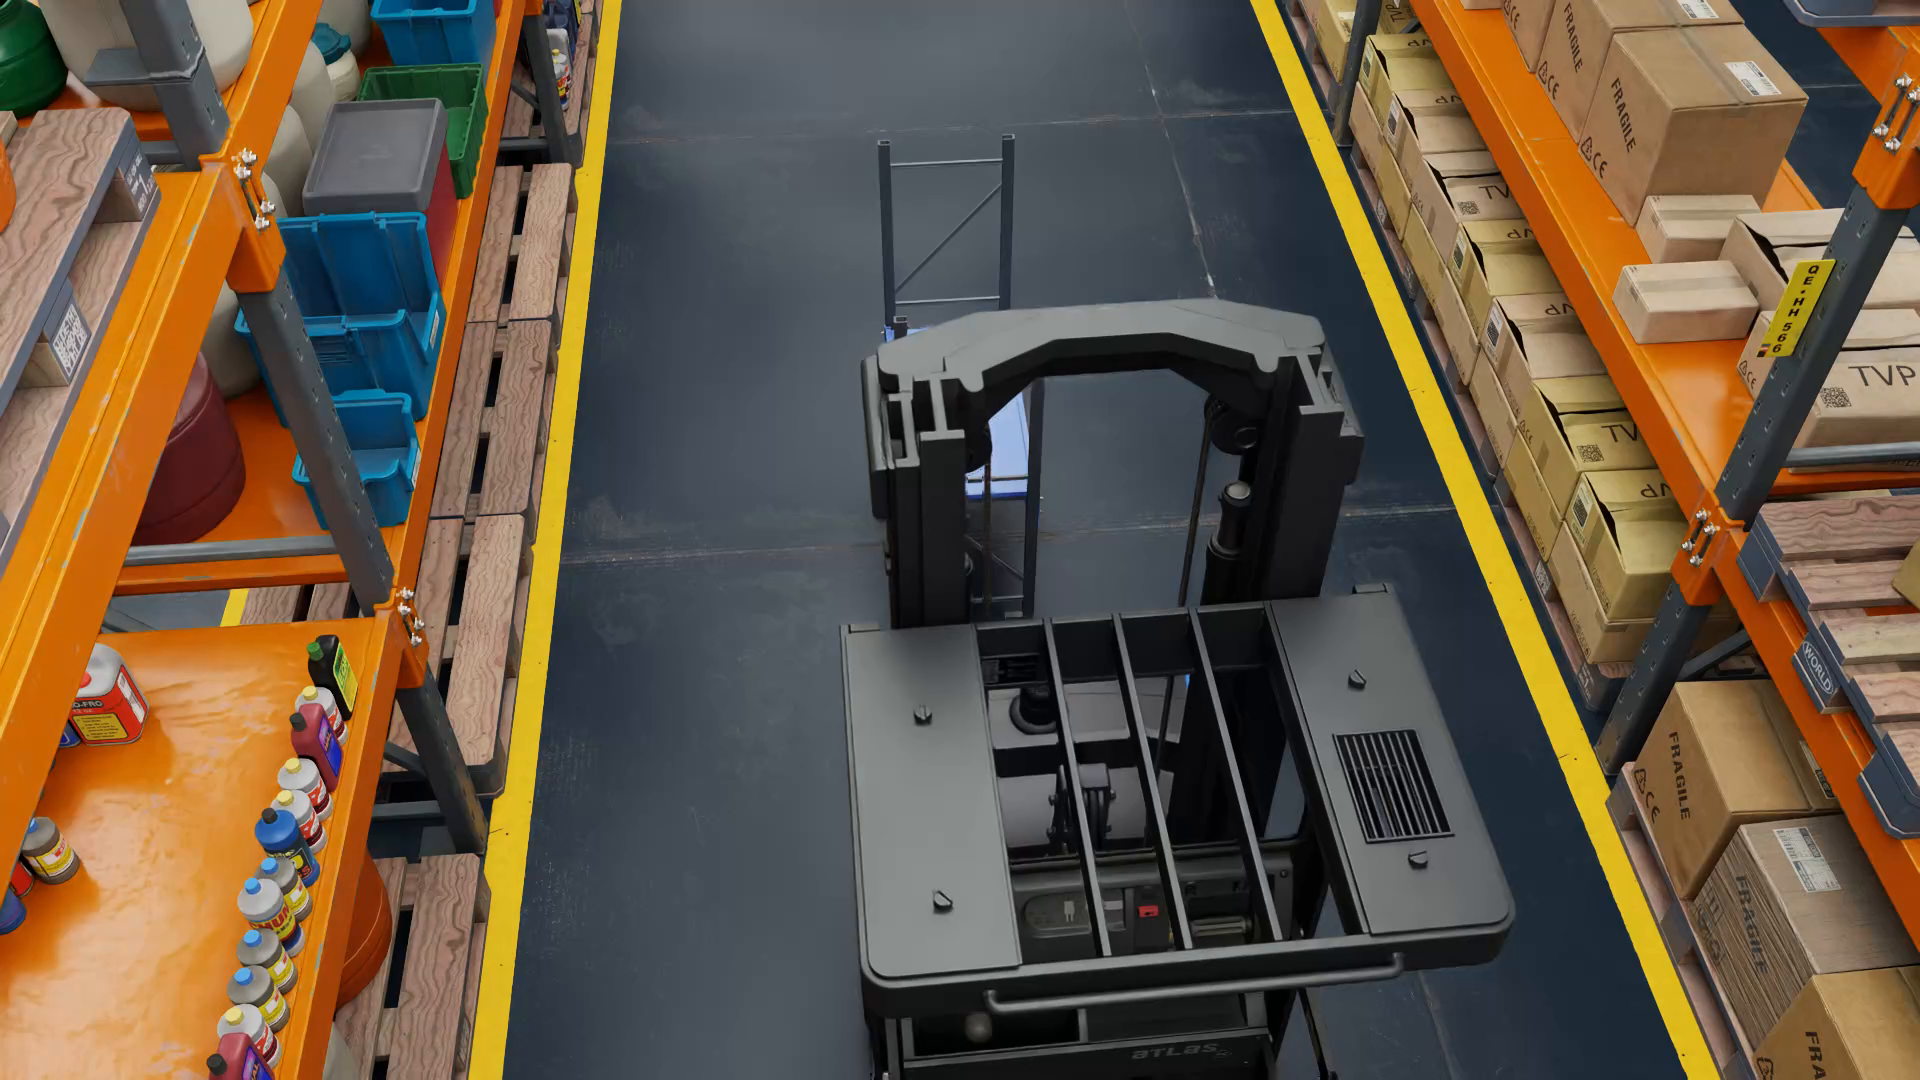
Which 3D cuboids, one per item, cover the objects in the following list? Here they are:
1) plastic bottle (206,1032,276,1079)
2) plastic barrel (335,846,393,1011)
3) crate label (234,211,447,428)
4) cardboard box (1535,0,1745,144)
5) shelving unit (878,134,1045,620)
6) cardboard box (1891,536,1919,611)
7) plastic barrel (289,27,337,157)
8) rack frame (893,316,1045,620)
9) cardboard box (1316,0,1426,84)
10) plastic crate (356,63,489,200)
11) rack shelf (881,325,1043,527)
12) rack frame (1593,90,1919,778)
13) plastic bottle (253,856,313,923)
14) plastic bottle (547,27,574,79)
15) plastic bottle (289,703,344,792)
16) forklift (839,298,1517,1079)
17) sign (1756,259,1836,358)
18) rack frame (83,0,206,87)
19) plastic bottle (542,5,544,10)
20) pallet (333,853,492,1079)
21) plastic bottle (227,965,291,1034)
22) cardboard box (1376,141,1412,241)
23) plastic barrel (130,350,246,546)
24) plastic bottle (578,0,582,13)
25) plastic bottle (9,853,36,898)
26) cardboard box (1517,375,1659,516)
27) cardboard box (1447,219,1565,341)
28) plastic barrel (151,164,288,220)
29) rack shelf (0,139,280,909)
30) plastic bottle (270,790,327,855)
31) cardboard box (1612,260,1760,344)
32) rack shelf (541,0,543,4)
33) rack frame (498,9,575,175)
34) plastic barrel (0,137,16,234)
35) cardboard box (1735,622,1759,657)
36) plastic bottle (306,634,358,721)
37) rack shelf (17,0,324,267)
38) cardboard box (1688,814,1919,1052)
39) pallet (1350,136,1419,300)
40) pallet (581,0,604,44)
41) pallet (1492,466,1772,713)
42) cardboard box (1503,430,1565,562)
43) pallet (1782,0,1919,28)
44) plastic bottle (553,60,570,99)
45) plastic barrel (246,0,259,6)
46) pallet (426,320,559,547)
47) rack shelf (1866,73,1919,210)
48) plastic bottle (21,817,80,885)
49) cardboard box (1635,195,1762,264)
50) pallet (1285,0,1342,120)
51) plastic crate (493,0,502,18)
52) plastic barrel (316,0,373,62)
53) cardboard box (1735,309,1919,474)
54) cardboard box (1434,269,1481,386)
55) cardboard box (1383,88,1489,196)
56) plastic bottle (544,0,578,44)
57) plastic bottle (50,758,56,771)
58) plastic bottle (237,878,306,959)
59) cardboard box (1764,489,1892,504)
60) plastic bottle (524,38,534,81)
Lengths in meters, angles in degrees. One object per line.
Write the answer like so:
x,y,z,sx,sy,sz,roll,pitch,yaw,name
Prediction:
-1.583,1.175,3.652,0.061,0.283,0.133,-3,47,-3,plastic bottle
-2.080,0.996,4.946,0.600,0.830,0.708,-3,47,-3,plastic barrel
-1.952,-0.706,5.329,0.502,0.435,0.616,-3,47,-3,crate label
2.597,-1.886,6.401,0.500,0.500,0.500,-3,47,-3,cardboard box
-0.007,-0.577,6.264,0.538,1.500,1.048,-3,47,-3,shelving unit
2.963,0.013,4.314,0.700,0.500,0.500,-18,49,-16,cardboard box
-2.550,-1.663,6.166,0.433,0.535,0.433,0,47,0,plastic barrel
0.035,-0.210,5.916,0.500,1.500,0.032,-3,47,-3,rack frame
2.207,-2.673,8.820,0.500,0.250,0.500,-3,47,-3,cardboard box
-2.046,-1.537,6.286,0.450,0.188,0.662,-3,47,-3,plastic crate
-0.007,-0.454,6.395,0.538,0.185,1.000,-3,47,-3,rack shelf
2.798,-0.257,4.928,1.000,3.000,0.127,-3,47,-3,rack frame
-1.644,0.839,4.026,0.097,0.201,0.097,0,47,0,plastic bottle
-2.117,-2.557,8.679,0.152,0.276,0.135,-2,47,-2,plastic bottle
-1.660,0.515,4.277,0.061,0.283,0.133,-3,47,-3,plastic bottle
0.338,1.048,3.739,1.130,2.935,3.031,-4,47,-4,forklift
2.245,-0.619,4.473,0.100,0.325,0.005,-3,47,-3,sign
-2.138,-2.022,2.467,1.000,3.000,0.127,-3,47,-3,rack frame
-2.260,-2.773,8.886,0.097,0.271,0.097,0,47,0,plastic bottle
-2.031,1.568,5.120,1.003,0.211,1.213,-3,47,-3,pallet
-1.619,1.050,3.826,0.097,0.201,0.097,0,47,0,plastic bottle
2.292,-1.674,7.874,0.500,0.250,0.500,-2,47,-2,cardboard box
-2.479,-0.323,4.896,0.600,0.536,0.708,-3,47,-3,plastic barrel
-2.143,-2.994,9.144,0.097,0.201,0.097,0,47,0,plastic bottle
-2.385,0.751,4.058,0.152,0.276,0.135,-3,47,-3,plastic bottle
2.459,-0.389,6.271,0.500,0.311,0.500,-4,47,-4,cardboard box
2.380,-1.117,6.960,0.500,0.311,0.500,-2,47,-2,cardboard box
-2.472,-1.034,5.586,0.421,0.512,0.421,0,47,0,plastic barrel
-1.971,0.704,2.447,1.077,0.370,4.000,-3,47,-3,rack shelf
-1.660,0.698,4.160,0.097,0.201,0.097,0,47,0,plastic bottle
2.448,-0.805,5.619,0.380,0.149,0.250,-3,47,-3,cardboard box
-2.640,-4.053,9.018,1.077,0.370,4.000,-3,47,-3,rack shelf
-2.473,-2.853,7.386,1.000,3.000,0.127,-3,47,-3,rack frame
-2.094,-0.872,2.859,0.600,0.830,0.708,-3,47,-3,plastic barrel
3.047,0.147,6.149,0.500,0.250,0.500,-4,47,-3,cardboard box
-1.679,0.348,4.435,0.061,0.283,0.133,-3,47,-3,plastic bottle
-2.306,-2.190,5.188,1.077,0.370,4.000,-3,47,-3,rack shelf
2.601,1.176,4.989,0.500,0.500,0.500,-5,47,-5,cardboard box
2.564,-1.662,8.179,1.003,0.211,1.213,-3,47,-3,pallet
-2.593,-3.267,9.699,1.003,0.211,1.213,-3,47,-3,pallet
2.768,0.103,6.507,1.003,0.211,1.213,-3,47,-3,pallet
2.464,-0.195,6.473,0.500,0.250,0.500,-4,47,-4,cardboard box
2.652,-1.709,4.367,1.213,0.211,1.003,-2,47,-1,pallet
-2.071,-2.373,8.556,0.097,0.201,0.097,0,47,0,plastic bottle
-1.991,-1.770,3.949,0.600,0.901,0.600,0,47,0,plastic barrel
-2.263,-0.444,7.025,1.003,0.211,1.213,-3,47,-3,pallet
2.966,0.406,2.729,1.077,0.370,4.000,-3,47,-3,rack shelf
-2.263,0.756,4.105,0.097,0.201,0.097,0,47,0,plastic bottle
2.635,-1.090,5.890,0.380,0.149,0.250,0,47,0,cardboard box
2.438,-2.771,9.228,1.003,0.211,1.213,-3,47,-3,pallet
-2.128,-2.543,7.049,0.402,0.464,0.583,-3,47,-3,plastic crate
-2.611,-2.194,6.669,0.433,0.535,0.433,0,47,0,plastic barrel
2.811,-0.493,5.212,0.500,0.311,0.500,-1,47,-1,cardboard box
2.379,-0.931,7.170,0.500,0.250,0.500,-3,47,-3,cardboard box
2.286,-1.867,7.670,0.500,0.311,0.500,-4,47,-4,cardboard box
-2.143,-2.839,8.894,0.144,0.351,0.185,-5,47,-5,plastic bottle
-2.442,0.504,4.296,0.097,0.271,0.097,0,47,0,plastic bottle
-1.636,0.885,3.934,0.097,0.271,0.097,0,47,0,plastic bottle
3.047,-0.046,5.946,0.500,0.311,0.500,-2,47,-2,cardboard box
-2.223,-2.553,8.670,0.061,0.283,0.133,-3,47,-3,plastic bottle
